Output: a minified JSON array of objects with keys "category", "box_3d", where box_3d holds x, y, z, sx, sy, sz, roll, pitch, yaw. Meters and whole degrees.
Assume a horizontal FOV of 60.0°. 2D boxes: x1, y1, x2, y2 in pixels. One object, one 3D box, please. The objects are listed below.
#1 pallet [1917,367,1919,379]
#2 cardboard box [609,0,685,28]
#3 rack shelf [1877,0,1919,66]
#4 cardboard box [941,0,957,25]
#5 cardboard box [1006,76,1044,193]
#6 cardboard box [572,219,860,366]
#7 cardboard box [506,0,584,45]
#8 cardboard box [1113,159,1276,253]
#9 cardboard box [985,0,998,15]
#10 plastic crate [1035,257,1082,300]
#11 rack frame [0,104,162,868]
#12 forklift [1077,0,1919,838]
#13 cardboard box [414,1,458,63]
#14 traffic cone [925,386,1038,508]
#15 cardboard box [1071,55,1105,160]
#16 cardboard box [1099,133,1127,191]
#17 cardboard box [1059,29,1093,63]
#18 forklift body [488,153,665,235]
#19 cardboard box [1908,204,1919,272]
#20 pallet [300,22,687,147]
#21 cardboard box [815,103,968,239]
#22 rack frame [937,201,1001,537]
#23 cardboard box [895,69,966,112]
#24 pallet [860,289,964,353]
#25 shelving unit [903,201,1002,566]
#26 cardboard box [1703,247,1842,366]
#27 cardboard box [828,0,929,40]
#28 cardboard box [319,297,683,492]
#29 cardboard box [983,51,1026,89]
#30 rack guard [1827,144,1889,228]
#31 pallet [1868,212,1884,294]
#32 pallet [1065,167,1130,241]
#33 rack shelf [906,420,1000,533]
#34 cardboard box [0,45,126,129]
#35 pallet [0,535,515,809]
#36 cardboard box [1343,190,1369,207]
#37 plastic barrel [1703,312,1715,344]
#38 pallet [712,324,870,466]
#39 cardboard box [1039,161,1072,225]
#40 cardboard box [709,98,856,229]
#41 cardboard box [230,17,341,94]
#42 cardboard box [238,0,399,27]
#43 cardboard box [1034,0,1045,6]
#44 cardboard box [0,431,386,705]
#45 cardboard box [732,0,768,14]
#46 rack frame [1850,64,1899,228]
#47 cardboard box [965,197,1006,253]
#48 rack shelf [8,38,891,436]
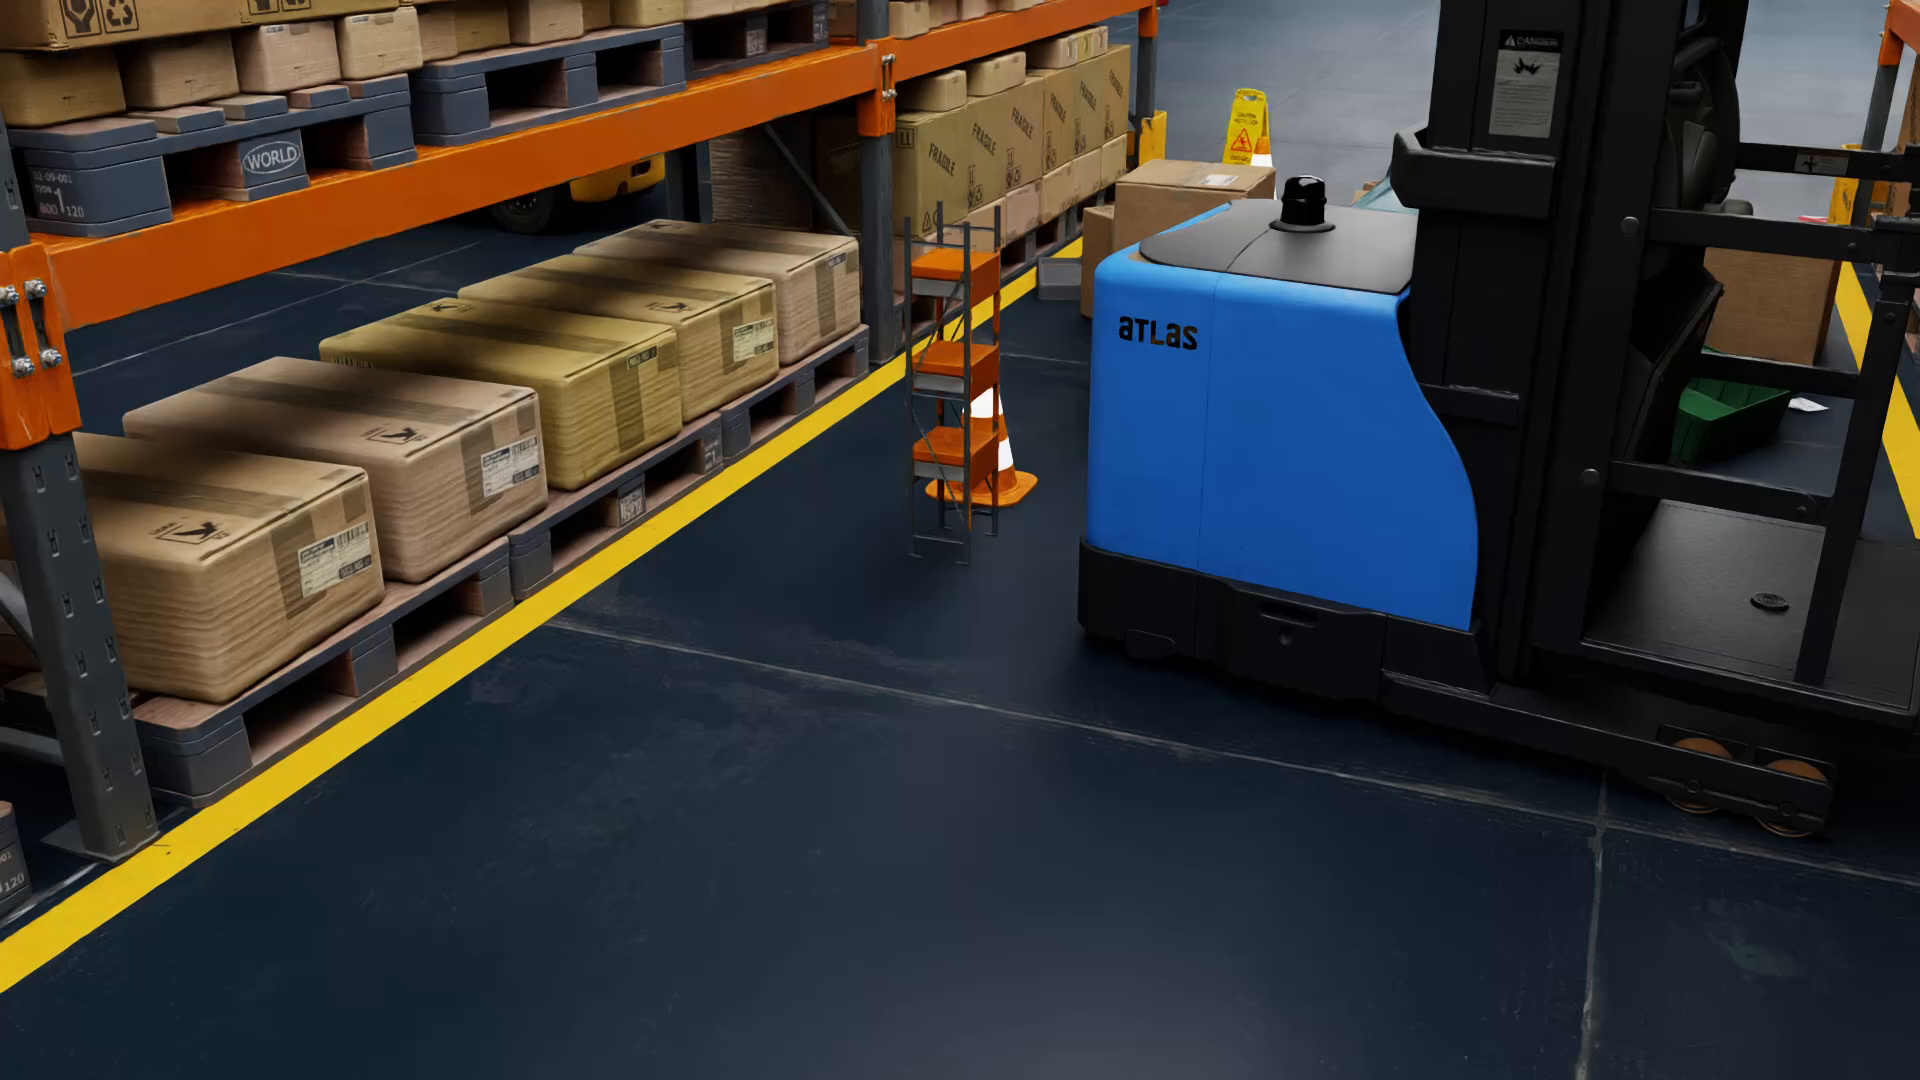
[{"category":"pallet","box_3d":[4.224,-0.508,6.193,1.003,0.211,1.213,9,24,20]},{"category":"cardboard box","box_3d":[-1.092,-1.698,5.204,0.380,0.149,0.250,9,24,20]},{"category":"rack shelf","box_3d":[4.612,-1.918,6.883,1.077,0.370,4.000,9,24,20]},{"category":"cardboard box","box_3d":[-0.234,-2.355,7.322,0.380,0.149,0.250,9,24,20]},{"category":"cardboard box","box_3d":[0.087,-2.029,8.265,0.500,0.500,0.500,10,25,23]},{"category":"cardboard box","box_3d":[-0.957,-1.000,6.617,0.950,0.372,0.625,9,24,21]},{"category":"cardboard box","box_3d":[-1.312,-1.514,4.765,0.380,0.149,0.250,10,25,22]},{"category":"cardboard box","box_3d":[0.899,-1.159,6.393,0.500,0.500,0.500,9,24,20]},{"category":"cardboard box","box_3d":[-0.040,-2.538,7.761,0.380,0.149,0.250,9,24,20]},{"category":"plastic crate","box_3d":[0.580,-1.304,8.268,0.402,0.080,0.583,1,23,2]},{"category":"rack frame","box_3d":[-2.251,-0.775,3.215,1.000,3.000,0.127,9,24,20]},{"category":"forklift","box_3d":[1.851,-0.929,3.672,3.031,2.935,1.130,13,26,28]},{"category":"cardboard box","box_3d":[-1.538,-1.323,4.308,0.380,0.149,0.250,10,25,23]},{"category":"traffic cone","box_3d":[0.074,-0.392,5.588,0.336,0.463,0.334,9,24,20]},{"category":"cardboard box","box_3d":[0.475,-2.398,9.149,0.500,0.500,0.500,10,25,22]},{"category":"cardboard box","box_3d":[0.662,-2.227,9.712,0.500,0.250,0.500,9,24,20]},{"category":"cardboard box","box_3d":[0.495,-2.654,8.920,0.380,0.149,0.250,9,24,21]},{"category":"forklift body","box_3d":[-2.899,-3.016,9.680,2.313,2.155,1.214,9,24,20]},{"category":"cardboard box","box_3d":[4.839,-1.612,7.429,0.875,0.875,0.875,8,24,19]},{"category":"pallet","box_3d":[-1.553,-1.401,4.961,1.003,0.211,1.213,9,24,20]},{"category":"cardboard box","box_3d":[-0.295,-1.650,7.359,0.500,0.500,0.500,10,25,23]},{"category":"rack frame","box_3d":[0.025,-0.509,5.106,0.200,1.050,0.008,9,24,20]},{"category":"cardboard box","box_3d":[-0.193,-1.986,7.320,0.380,0.149,0.250,9,24,21]},{"category":"pallet","box_3d":[-0.548,-1.165,7.766,1.003,0.211,1.213,9,24,20]},{"category":"shelving unit","box_3d":[-0.020,-0.465,5.002,0.215,1.050,0.252,9,24,20]},{"category":"cardboard box","box_3d":[3.492,-1.084,7.194,0.500,0.500,0.500,13,26,29]},{"category":"cardboard box","box_3d":[-0.350,-2.158,6.850,0.380,0.149,0.250,9,24,20]},{"category":"cardboard box","box_3d":[-1.478,-0.493,5.403,0.950,0.372,0.625,10,25,22]},{"category":"cardboard box","box_3d":[0.094,-2.267,7.993,0.380,0.149,0.250,10,25,23]},{"category":"rack guard","box_3d":[5.363,-1.821,8.961,1.175,0.500,0.348,9,24,20]},{"category":"pallet","box_3d":[5.130,-1.382,8.284,1.003,0.211,1.213,9,24,20]},{"category":"pallet","box_3d":[0.358,-2.039,9.857,1.003,0.211,1.213,9,24,20]},{"category":"rack shelf","box_3d":[-0.020,-0.199,5.113,0.215,0.259,0.240,9,24,20]},{"category":"cardboard box","box_3d":[-1.957,-0.943,3.397,0.380,0.149,0.250,7,24,17]},{"category":"pallet","box_3d":[-1.959,0.232,4.421,1.003,0.211,1.213,9,24,20]},{"category":"cardboard box","box_3d":[2.079,-1.222,7.347,0.797,0.637,0.503,9,24,20]},{"category":"plastic barrel","box_3d":[2.866,-0.971,7.026,0.421,0.421,0.512,-12,25,-26]},{"category":"pallet","box_3d":[-1.053,-0.641,6.511,1.003,0.211,1.213,9,24,20]},{"category":"cardboard box","box_3d":[0.282,-1.863,8.841,0.500,0.250,0.500,8,24,18]},{"category":"cardboard box","box_3d":[-0.794,-1.728,7.545,0.500,0.500,0.500,8,24,19]},{"category":"cardboard box","box_3d":[-1.677,-1.131,3.846,0.380,0.149,0.250,7,24,17]},{"category":"cardboard box","box_3d":[-1.682,-1.468,3.812,0.500,0.500,0.500,10,25,23]},{"category":"cardboard box","box_3d":[0.202,-2.708,8.168,0.380,0.149,0.250,9,24,20]},{"category":"cardboard box","box_3d":[-2.031,0.043,4.121,0.950,0.372,0.625,7,24,16]},{"category":"cardboard box","box_3d":[-0.876,-1.872,5.620,0.380,0.149,0.250,8,24,19]},{"category":"rack frame","box_3d":[5.354,-2.966,8.458,1.000,3.000,0.127,9,24,20]},{"category":"cardboard box","box_3d":[-0.107,-1.497,7.965,0.500,0.250,0.500,10,25,23]},{"category":"rack shelf","box_3d":[-1.508,-1.159,5.067,1.077,0.370,4.000,9,24,20]}]
